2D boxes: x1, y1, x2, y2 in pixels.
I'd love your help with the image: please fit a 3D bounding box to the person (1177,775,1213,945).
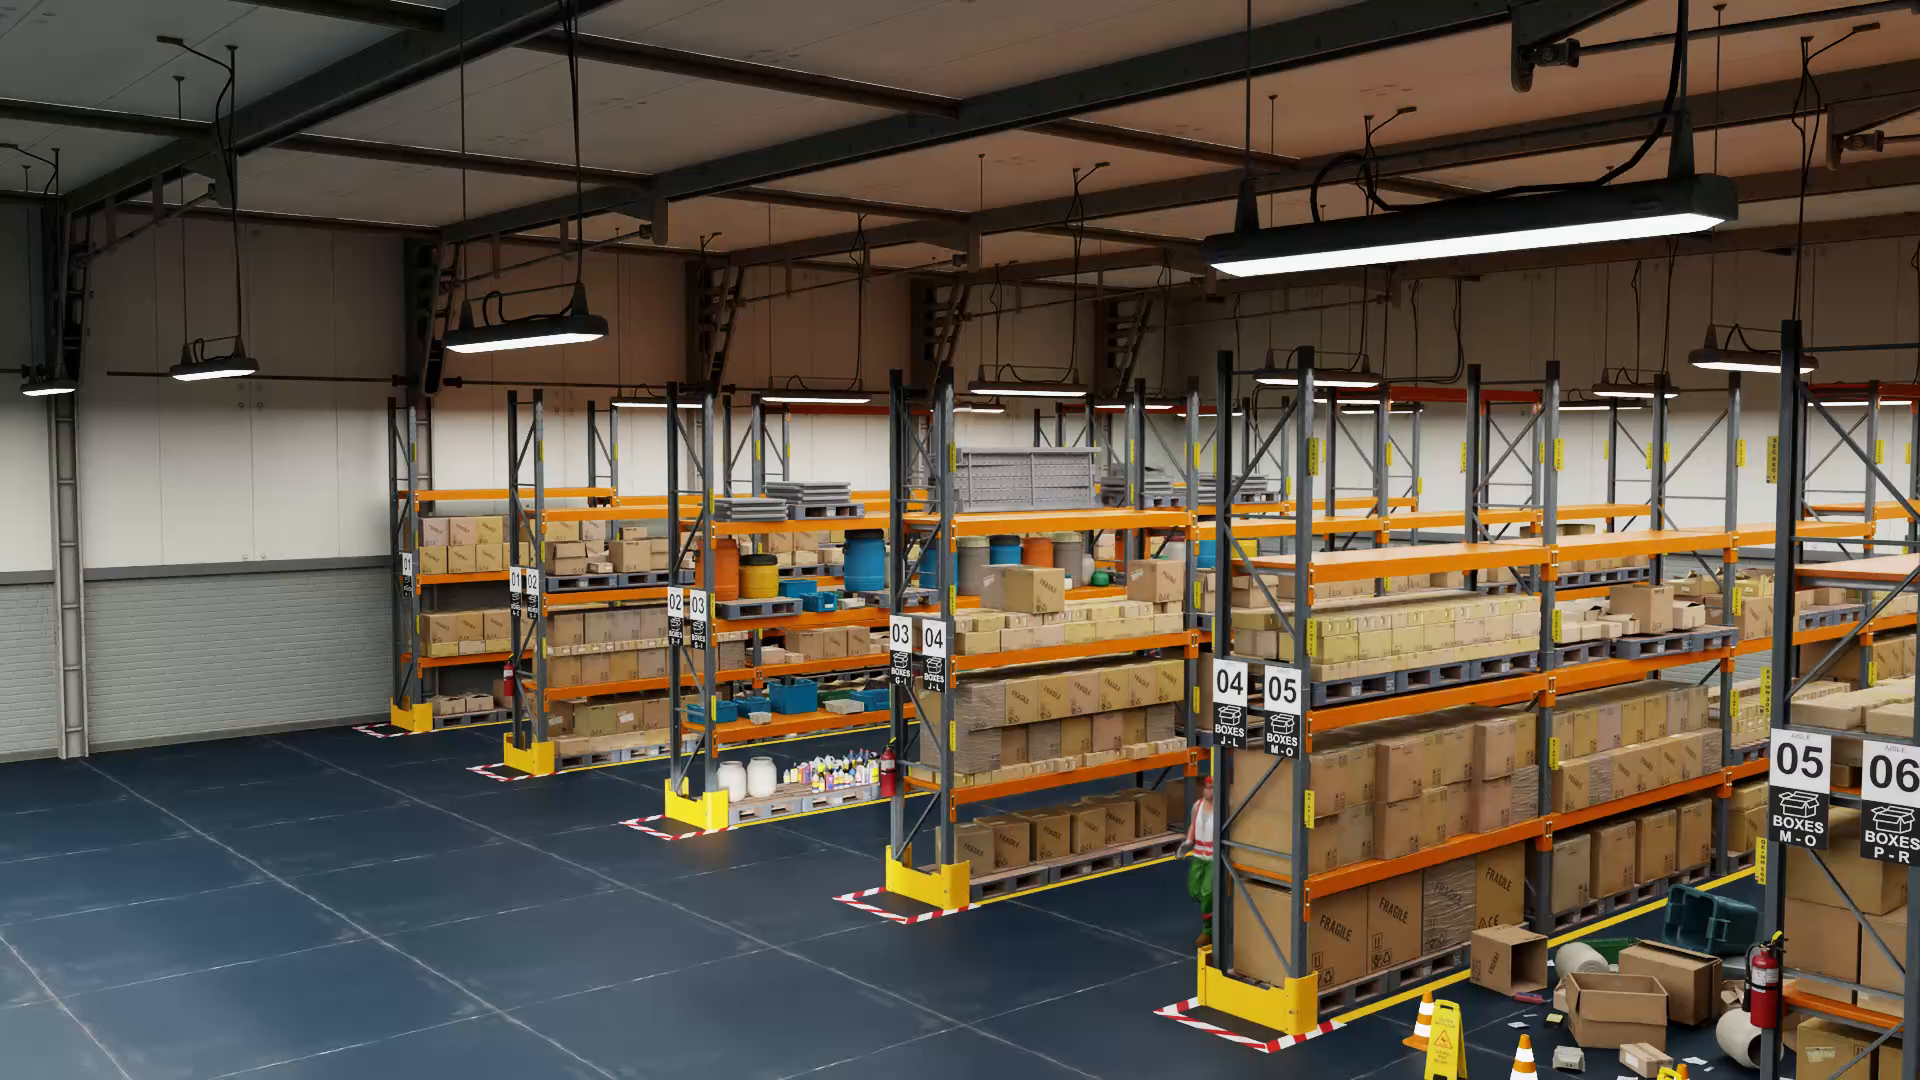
[{"bbox_3d":[2.653,3.298,17.283,0.670,1.752,0.611,3,4,42],"label":"person"}]
